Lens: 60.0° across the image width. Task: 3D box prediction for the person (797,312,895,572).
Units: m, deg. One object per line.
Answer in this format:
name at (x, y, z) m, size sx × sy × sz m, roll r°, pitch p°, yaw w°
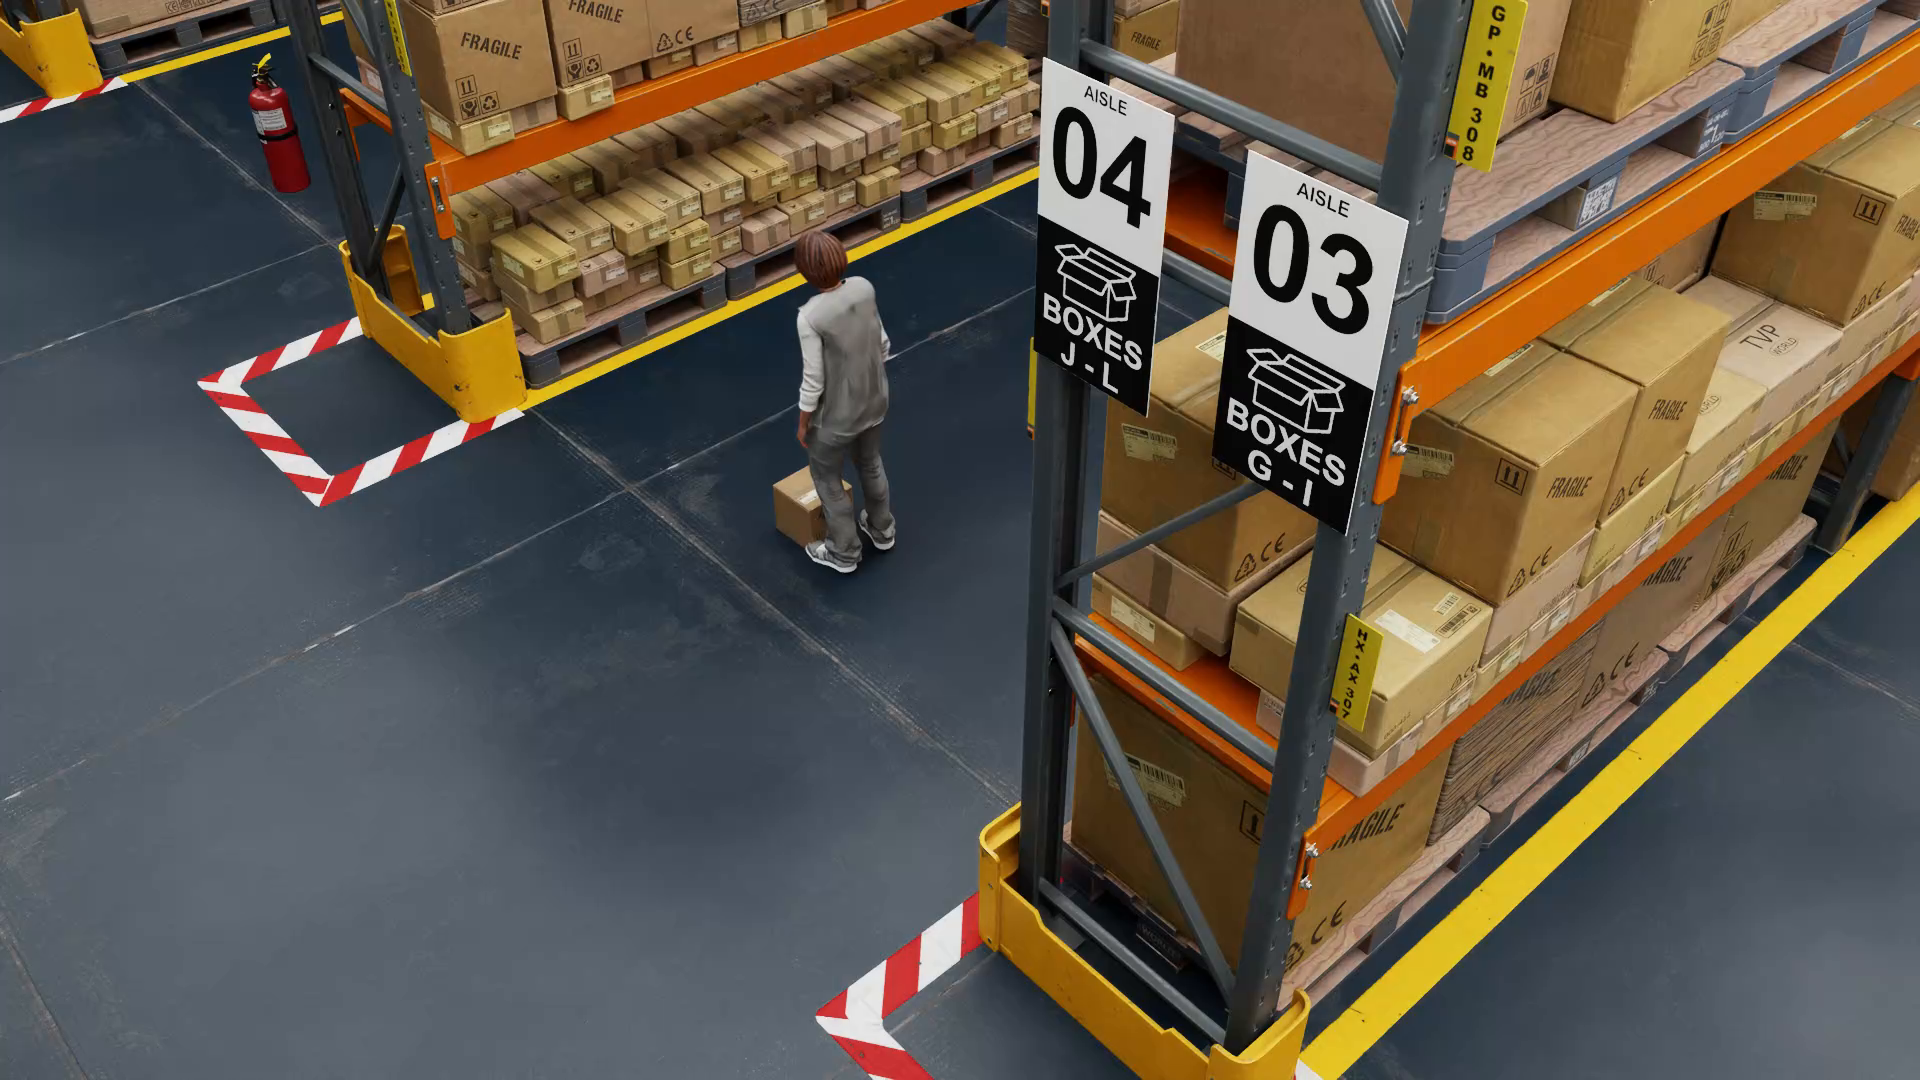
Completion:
person at (-0.480, -0.453, 6.883) m, size 0.328 × 1.352 × 0.480 m, roll 32°, pitch 50°, yaw 32°
